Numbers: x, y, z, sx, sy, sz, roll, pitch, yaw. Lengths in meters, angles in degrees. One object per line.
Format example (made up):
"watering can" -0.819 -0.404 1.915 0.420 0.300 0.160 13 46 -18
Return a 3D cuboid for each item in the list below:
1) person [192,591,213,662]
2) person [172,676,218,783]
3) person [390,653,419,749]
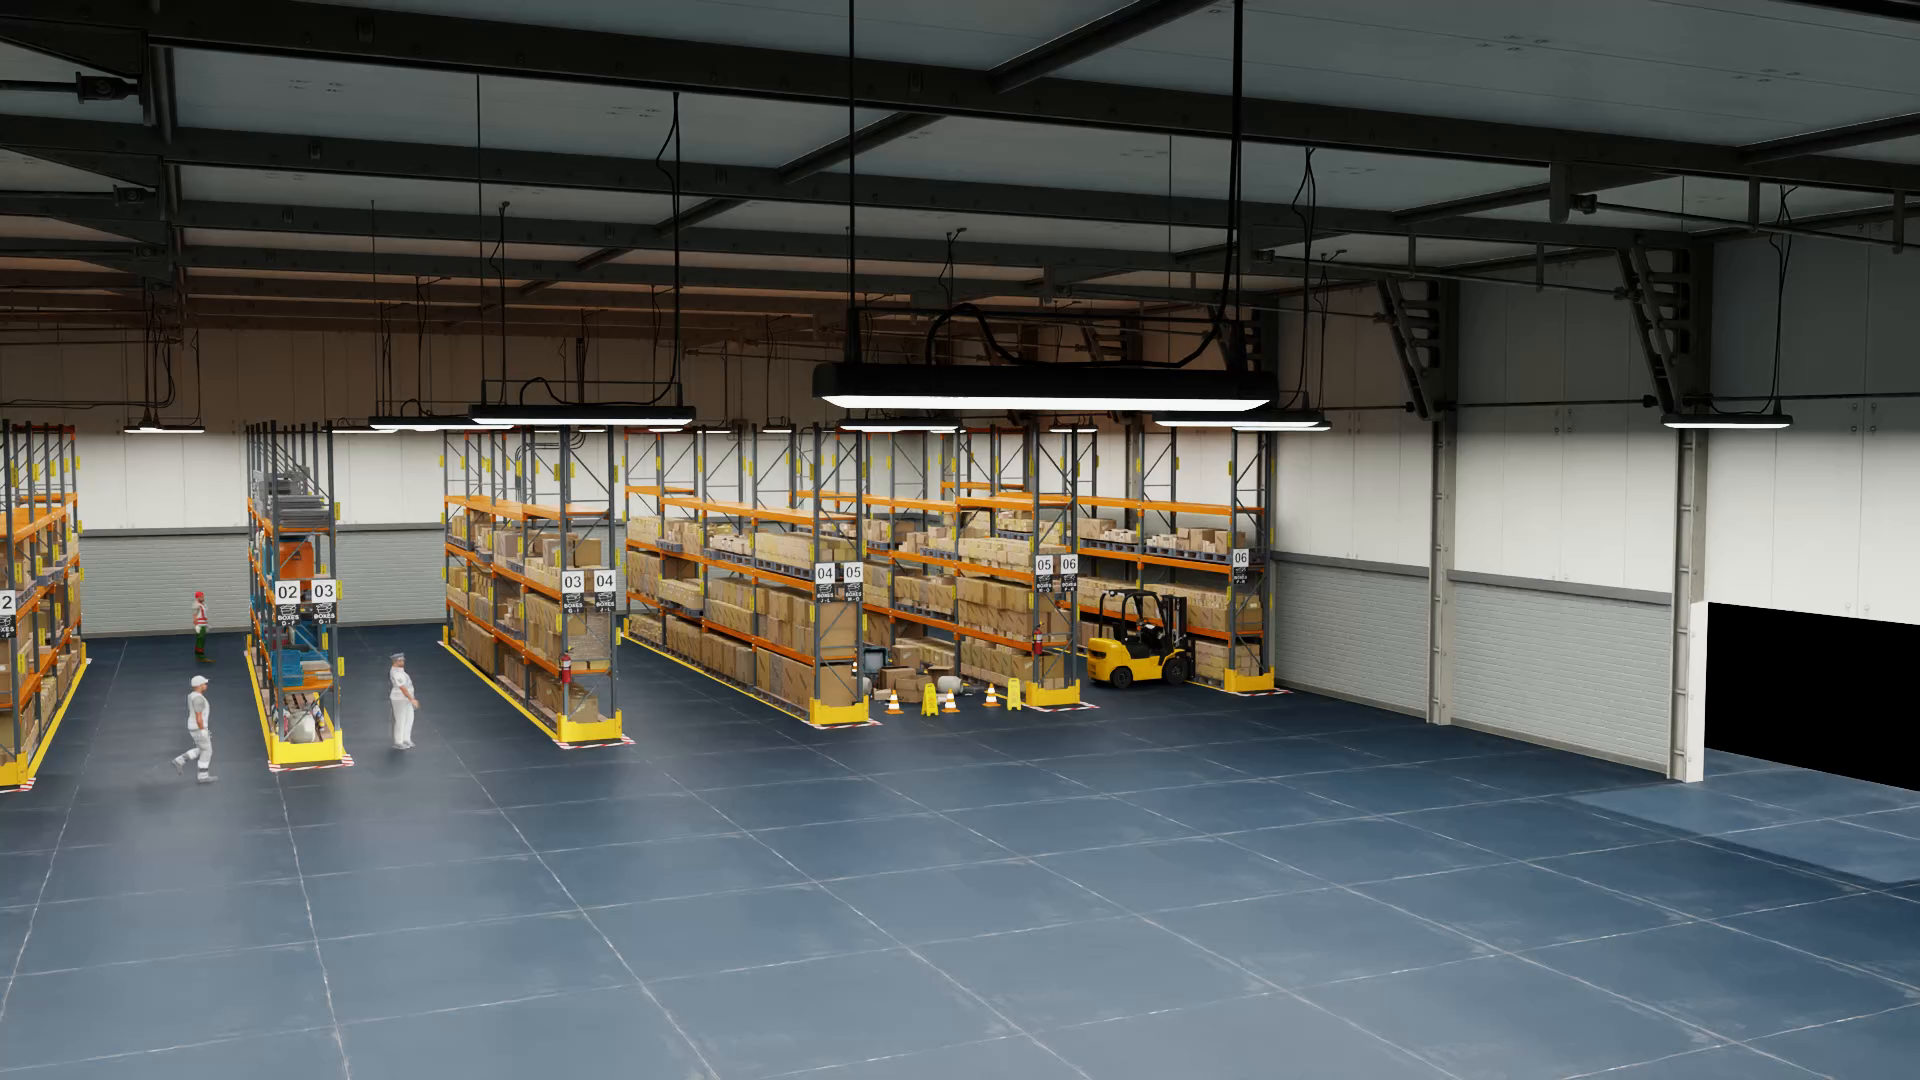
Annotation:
"person" -19.203 2.191 42.195 0.449 1.799 0.574 -1 4 -15
"person" -12.610 3.115 27.360 0.688 1.766 0.624 -2 4 -24
"person" -10.179 2.961 30.489 0.657 1.796 0.590 0 4 2
